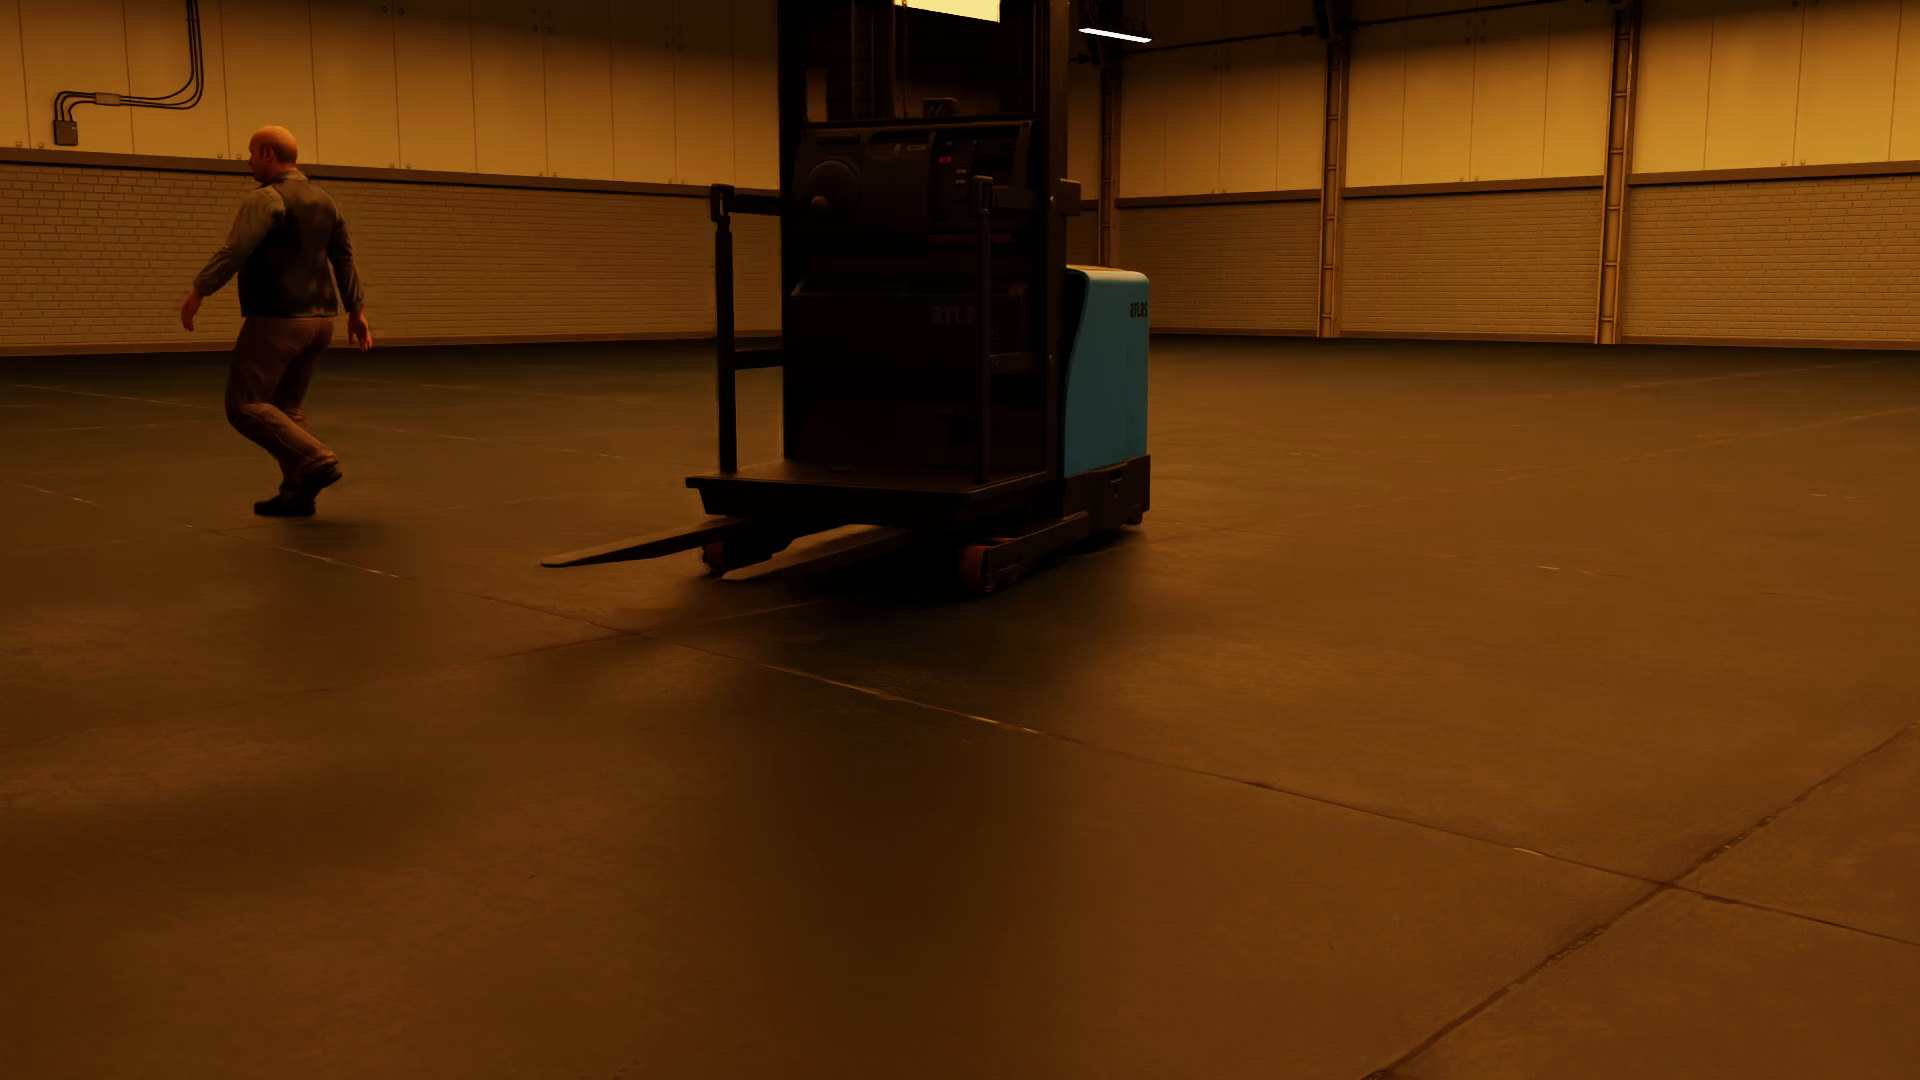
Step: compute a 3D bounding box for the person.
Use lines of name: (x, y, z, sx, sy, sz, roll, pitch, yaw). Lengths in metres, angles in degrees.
person: (-2.952, -0.948, 7.306, 0.581, 1.704, 0.771, 2, 9, 10)

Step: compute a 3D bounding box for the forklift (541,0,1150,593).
forklift: (-0.267, -1.344, 5.800, 1.130, 2.935, 3.031, 4, 9, 24)
